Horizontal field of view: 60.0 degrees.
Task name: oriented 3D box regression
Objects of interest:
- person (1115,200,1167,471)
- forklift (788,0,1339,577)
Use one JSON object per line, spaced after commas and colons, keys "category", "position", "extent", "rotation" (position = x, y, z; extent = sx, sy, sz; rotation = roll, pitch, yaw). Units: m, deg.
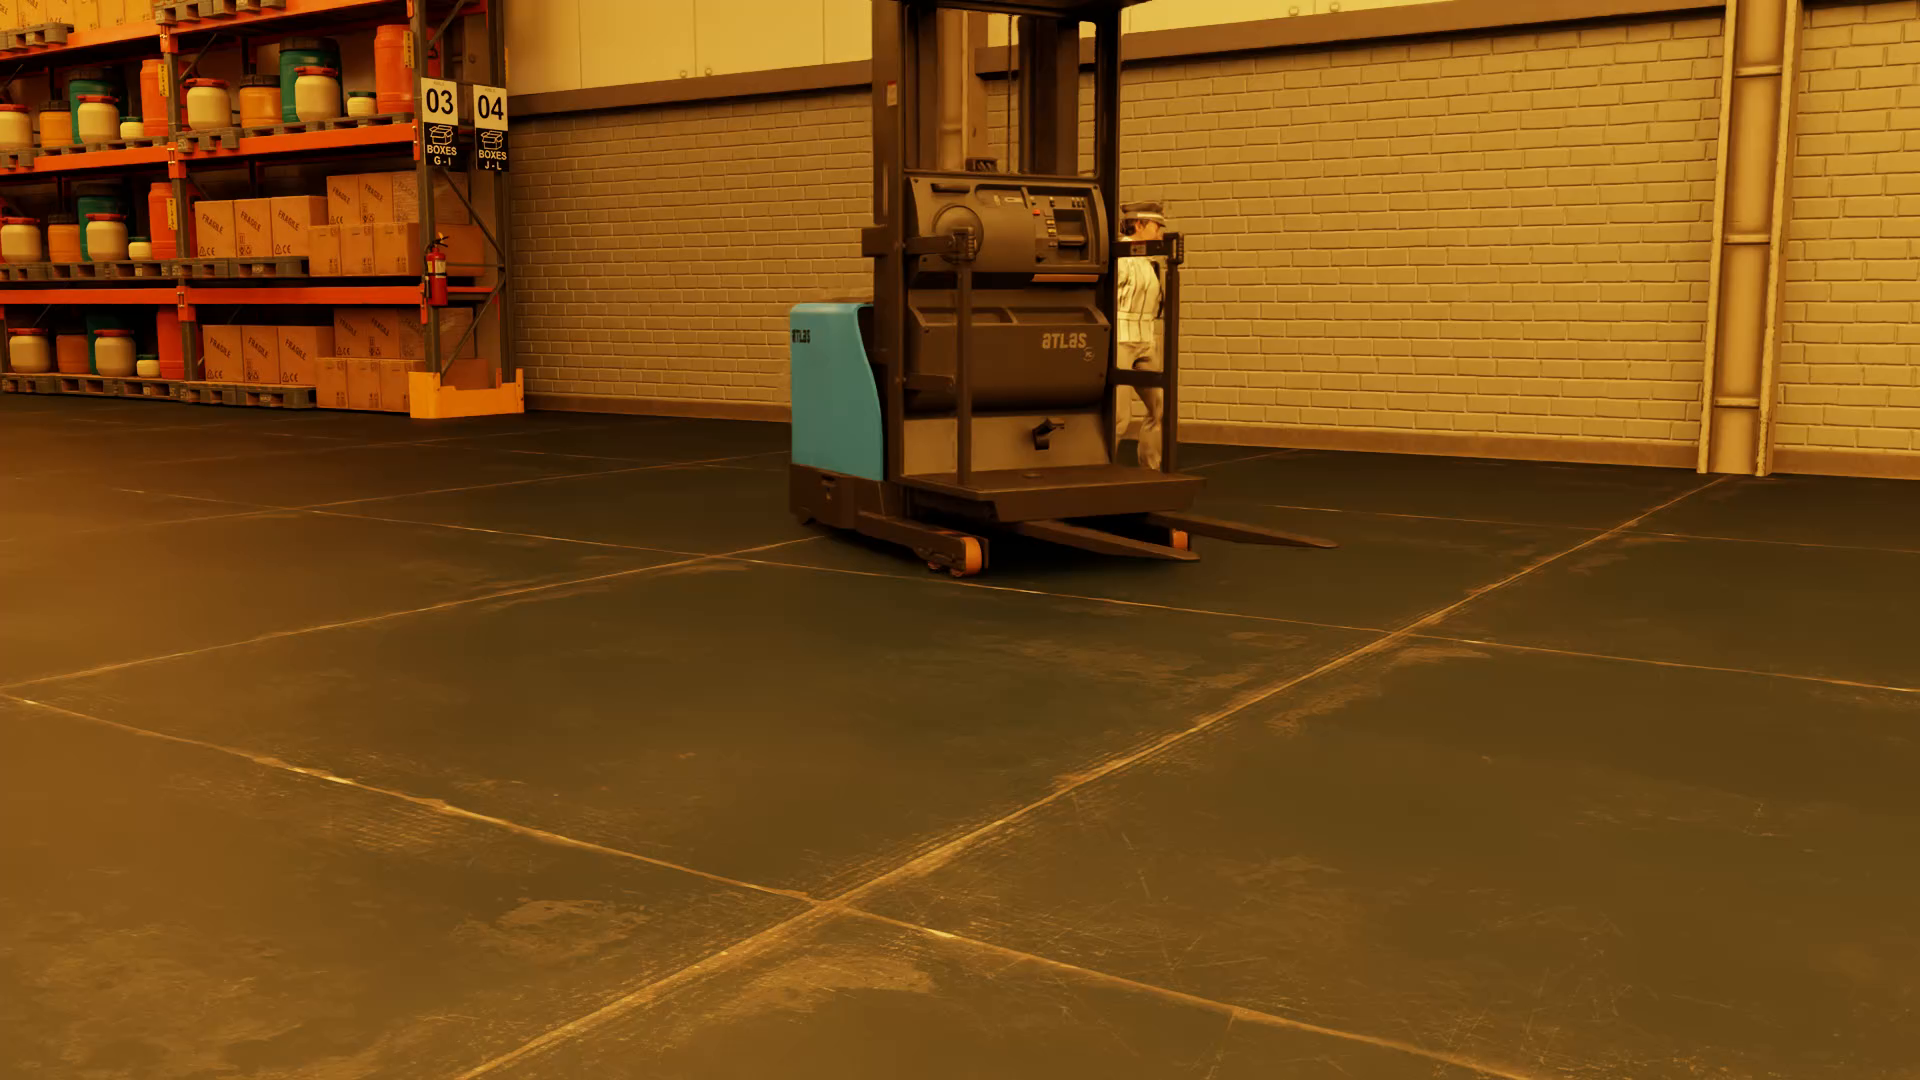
{"category": "person", "position": [0.939, -1.046, 9.212], "extent": [0.396, 1.634, 0.792], "rotation": [7, 10, 39]}
{"category": "forklift", "position": [0.320, -1.375, 6.861], "extent": [1.130, 2.935, 3.031], "rotation": [-4, 9, -28]}
